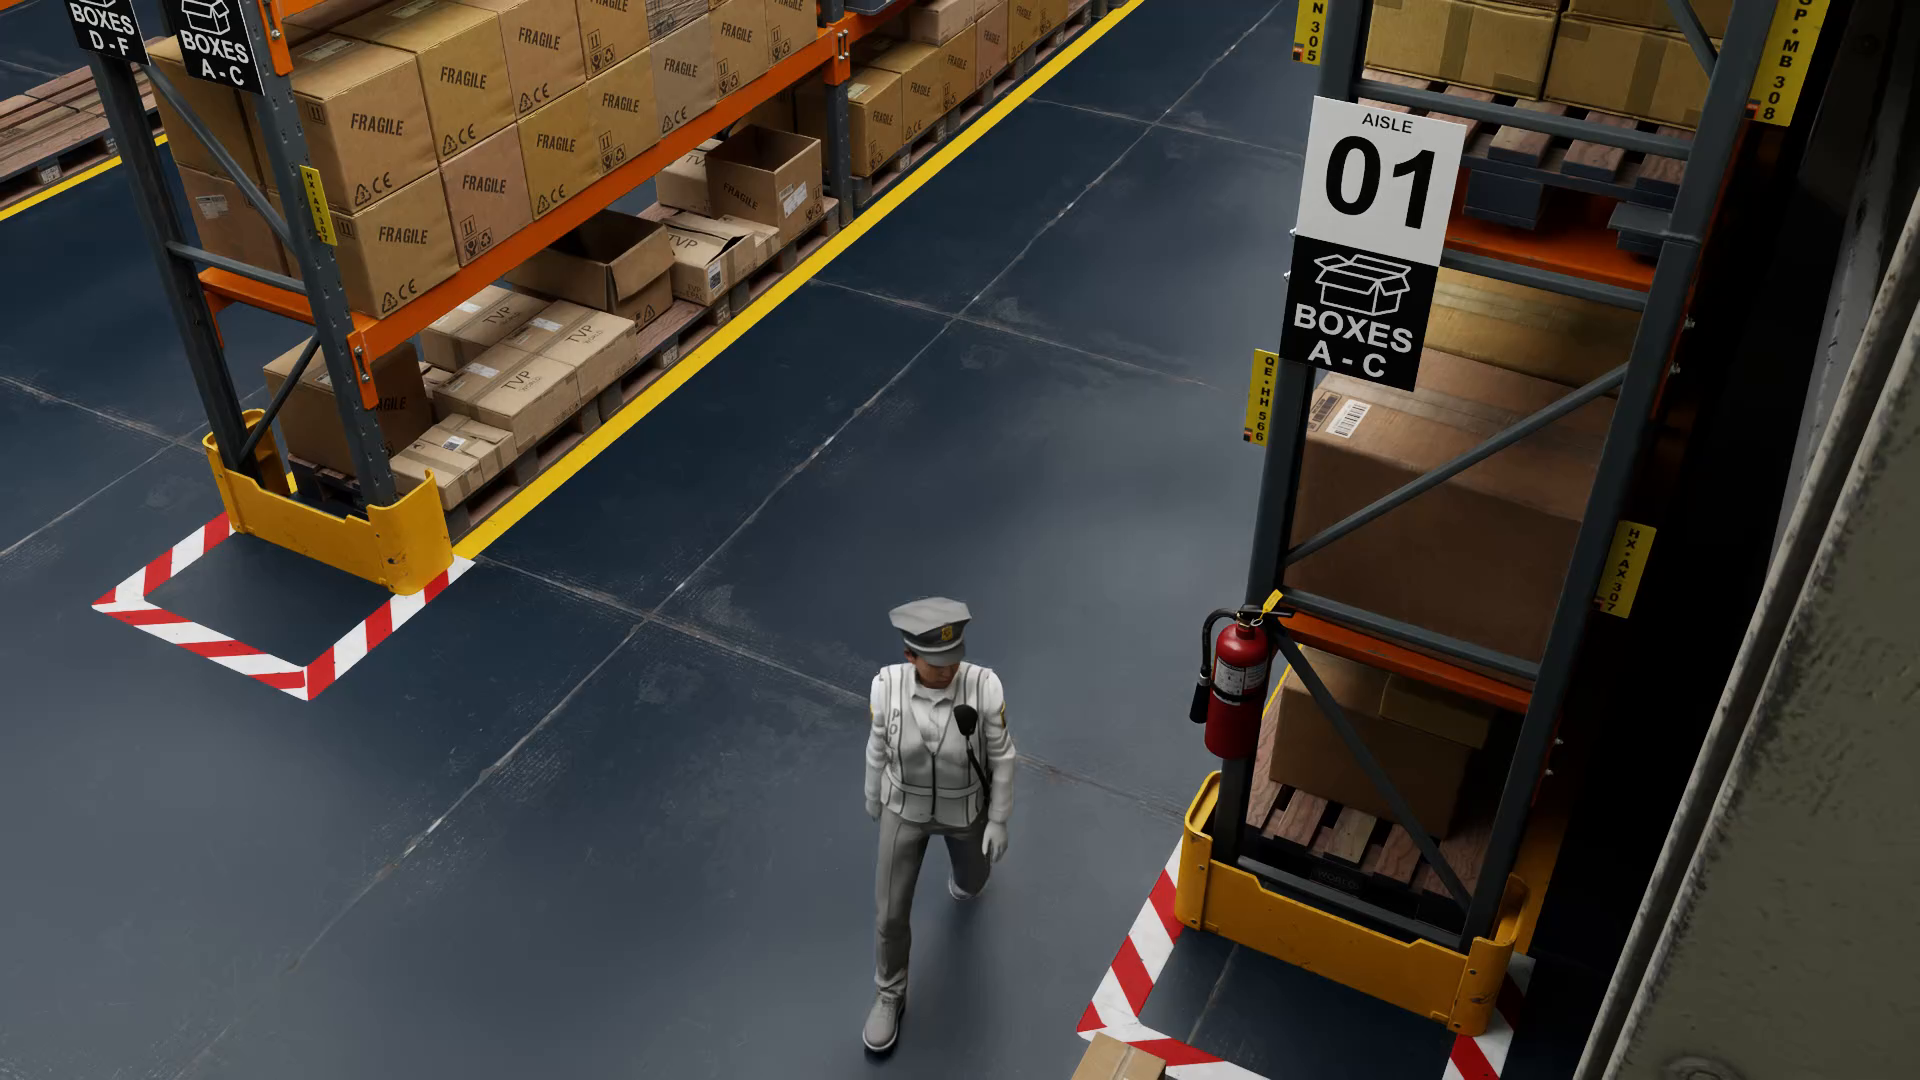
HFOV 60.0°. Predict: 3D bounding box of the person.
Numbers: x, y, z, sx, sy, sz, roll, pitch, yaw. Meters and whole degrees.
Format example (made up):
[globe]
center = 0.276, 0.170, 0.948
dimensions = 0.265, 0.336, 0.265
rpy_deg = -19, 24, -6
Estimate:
[person]
center = -0.073, 0.867, 5.525
dimensions = 0.510, 1.637, 0.874
rpy_deg = 3, 38, 4
